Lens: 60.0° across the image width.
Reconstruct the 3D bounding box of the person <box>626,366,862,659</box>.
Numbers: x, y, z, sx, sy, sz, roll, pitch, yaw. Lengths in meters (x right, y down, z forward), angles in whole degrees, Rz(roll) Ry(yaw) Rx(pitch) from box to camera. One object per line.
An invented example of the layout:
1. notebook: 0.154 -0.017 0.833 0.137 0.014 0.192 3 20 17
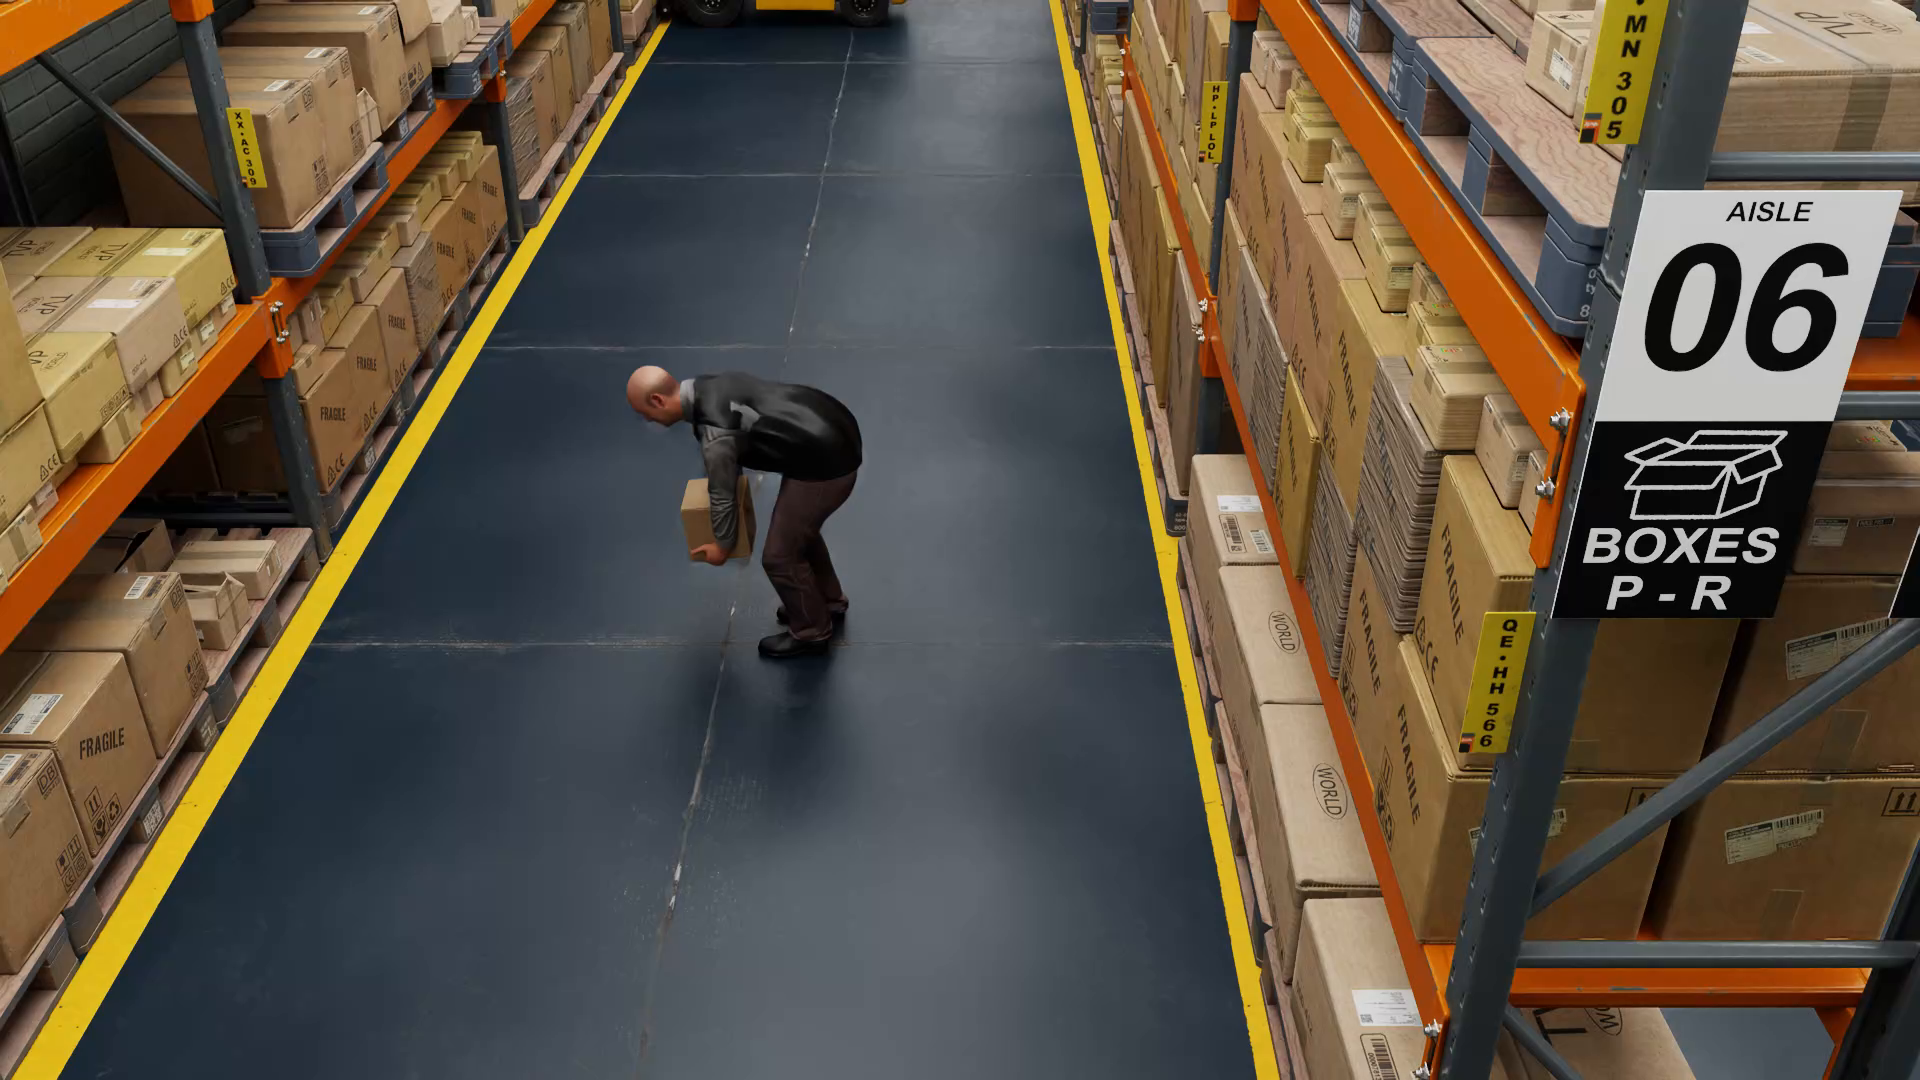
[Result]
1. person: -0.848 -0.156 6.782 0.916 1.219 0.463 -1 31 -2
